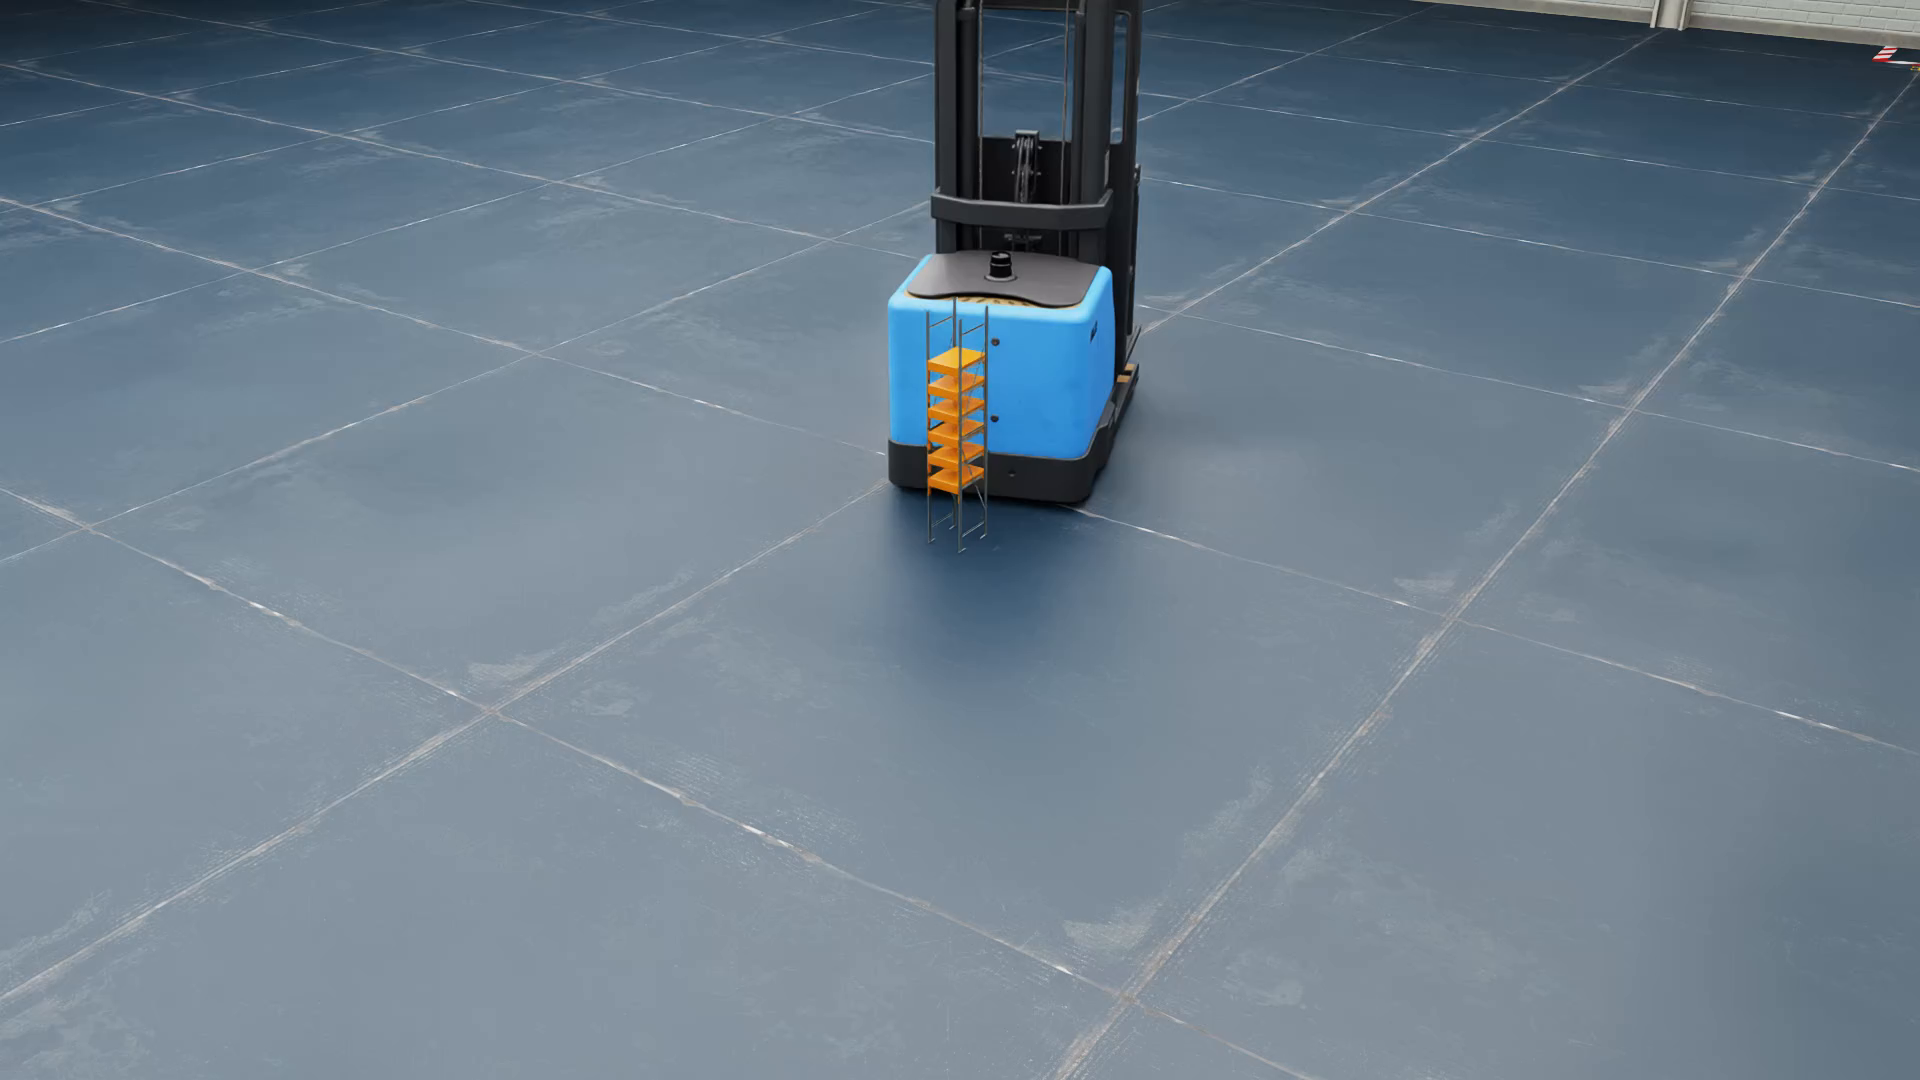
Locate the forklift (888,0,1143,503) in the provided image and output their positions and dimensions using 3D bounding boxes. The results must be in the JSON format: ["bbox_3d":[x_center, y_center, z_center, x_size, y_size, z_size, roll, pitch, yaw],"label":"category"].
[{"bbox_3d":[0.460,-2.145,9.233,1.130,2.935,3.031,6,28,12],"label":"forklift"}]

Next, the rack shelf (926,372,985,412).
[{"bbox_3d":[-0.012,-0.713,7.896,0.180,0.103,0.258,17,32,30],"label":"rack shelf"}]

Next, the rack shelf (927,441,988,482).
[{"bbox_3d":[-0.012,-0.392,8.060,0.180,0.103,0.258,17,32,30],"label":"rack shelf"}]

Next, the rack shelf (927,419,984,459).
[{"bbox_3d":[-0.012,-0.499,8.005,0.180,0.103,0.258,17,32,30],"label":"rack shelf"}]

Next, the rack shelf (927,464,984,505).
[{"bbox_3d":[-0.012,-0.285,8.114,0.180,0.103,0.258,17,32,30],"label":"rack shelf"}]

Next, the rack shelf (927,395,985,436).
[{"bbox_3d":[-0.012,-0.606,7.951,0.180,0.103,0.258,17,32,30],"label":"rack shelf"}]

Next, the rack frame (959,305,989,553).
[{"bbox_3d":[0.063,-0.515,7.939,0.006,1.200,0.240,17,32,30],"label":"rack frame"}]

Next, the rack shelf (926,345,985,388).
[{"bbox_3d":[-0.012,-0.820,7.842,0.180,0.103,0.258,17,32,30],"label":"rack shelf"}]

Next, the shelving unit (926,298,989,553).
[{"bbox_3d":[-0.012,-0.538,7.985,0.189,1.200,0.258,17,32,30],"label":"shelving unit"}]

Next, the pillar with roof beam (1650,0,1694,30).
[{"bbox_3d":[6.499,-8.866,15.749,0.400,9.000,9.100,17,32,30],"label":"pillar with roof beam"}]

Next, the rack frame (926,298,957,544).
[{"bbox_3d":[-0.087,-0.562,8.031,0.006,1.200,0.240,17,32,30],"label":"rack frame"}]
